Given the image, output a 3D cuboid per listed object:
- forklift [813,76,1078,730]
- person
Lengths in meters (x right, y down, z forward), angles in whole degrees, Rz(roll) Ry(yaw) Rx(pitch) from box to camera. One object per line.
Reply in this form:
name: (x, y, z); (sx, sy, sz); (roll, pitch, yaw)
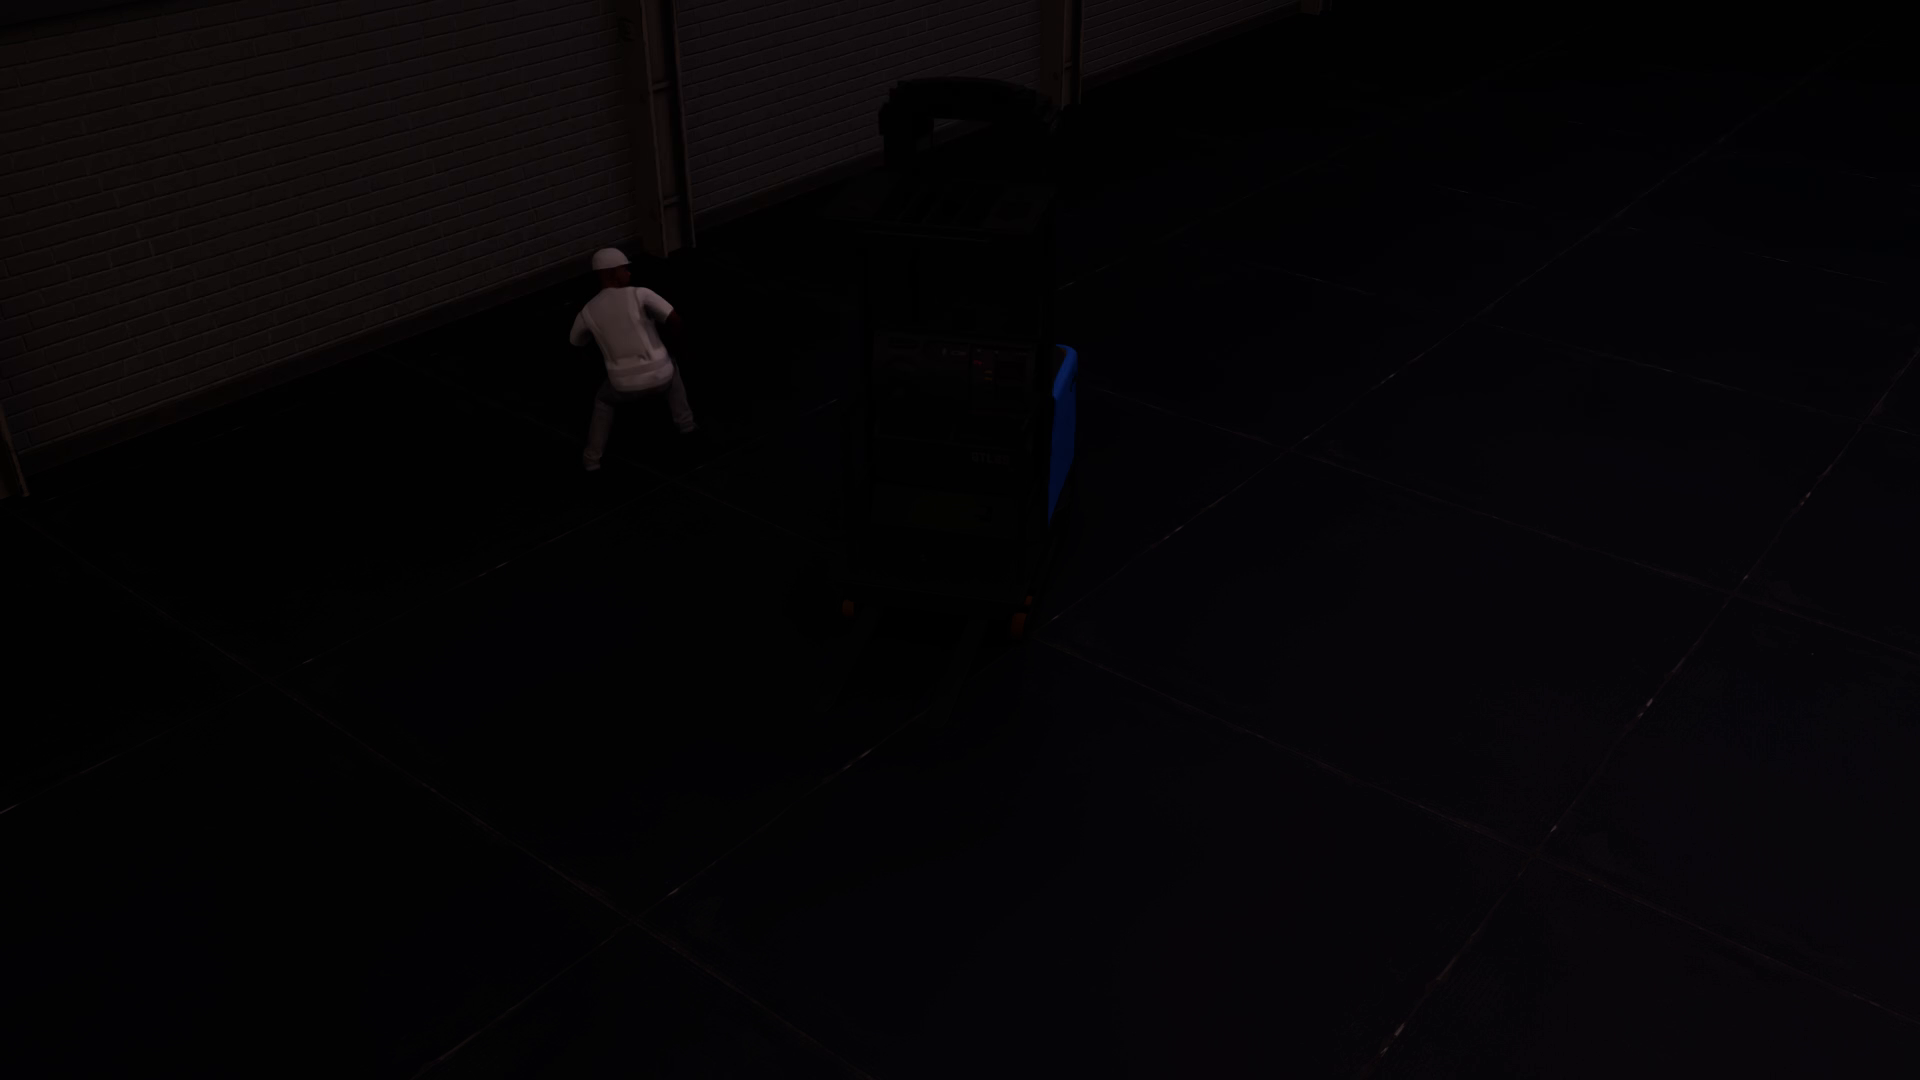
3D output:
forklift: (-0.081, -0.898, 9.132); (1.130, 2.935, 3.031); (7, 31, 11)
person: (-2.204, -1.204, 11.124); (0.836, 1.527, 0.682); (-4, 31, -7)
